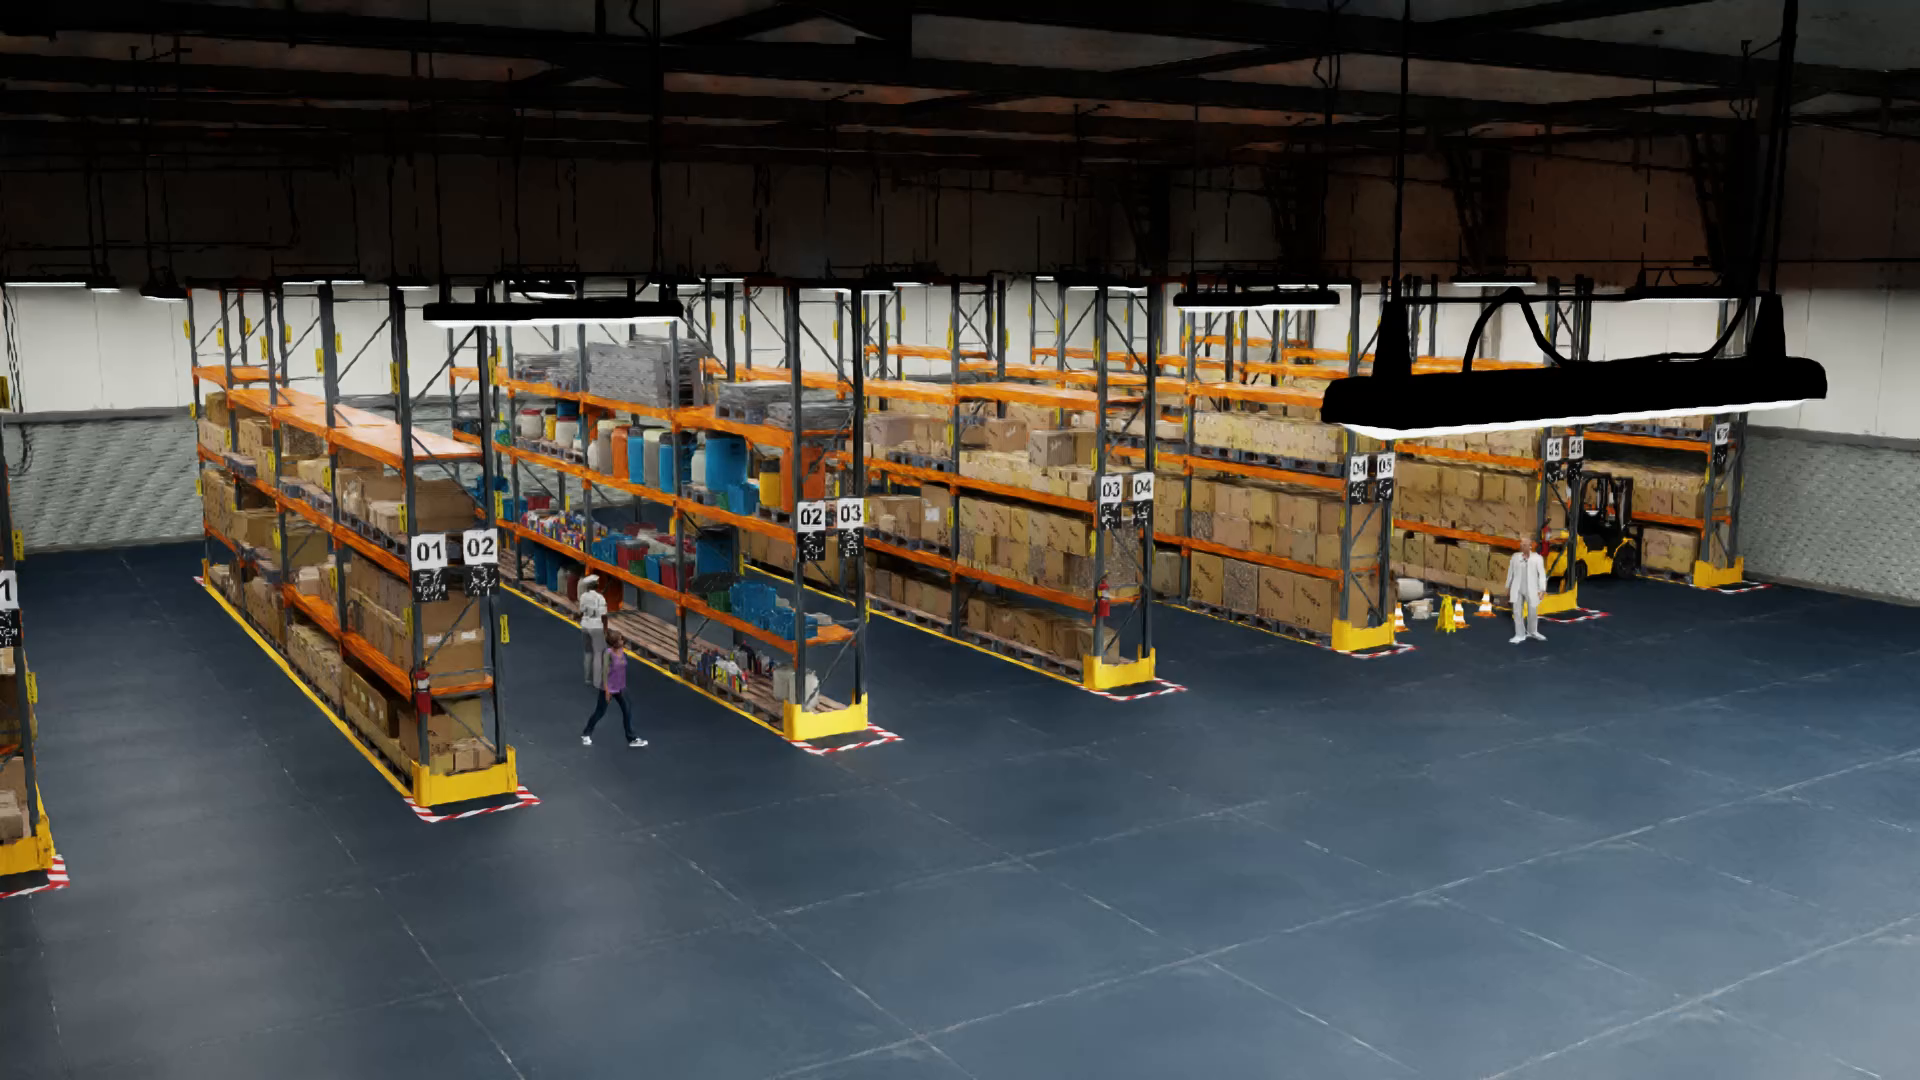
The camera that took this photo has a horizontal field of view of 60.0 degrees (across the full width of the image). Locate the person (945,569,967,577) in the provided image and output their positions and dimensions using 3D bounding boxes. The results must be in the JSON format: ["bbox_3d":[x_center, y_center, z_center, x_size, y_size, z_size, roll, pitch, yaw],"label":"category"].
[{"bbox_3d":[-0.091,-0.187,32.066,0.606,1.773,0.443,5,11,26],"label":"person"}]

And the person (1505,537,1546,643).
[{"bbox_3d":[9.485,0.824,27.836,0.693,1.772,0.595,5,11,28],"label":"person"}]

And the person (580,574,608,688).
[{"bbox_3d":[-5.455,1.359,24.876,0.502,1.664,0.422,5,11,26],"label":"person"}]

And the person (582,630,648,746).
[{"bbox_3d":[-4.561,1.944,21.709,0.863,1.562,0.481,5,11,29],"label":"person"}]
